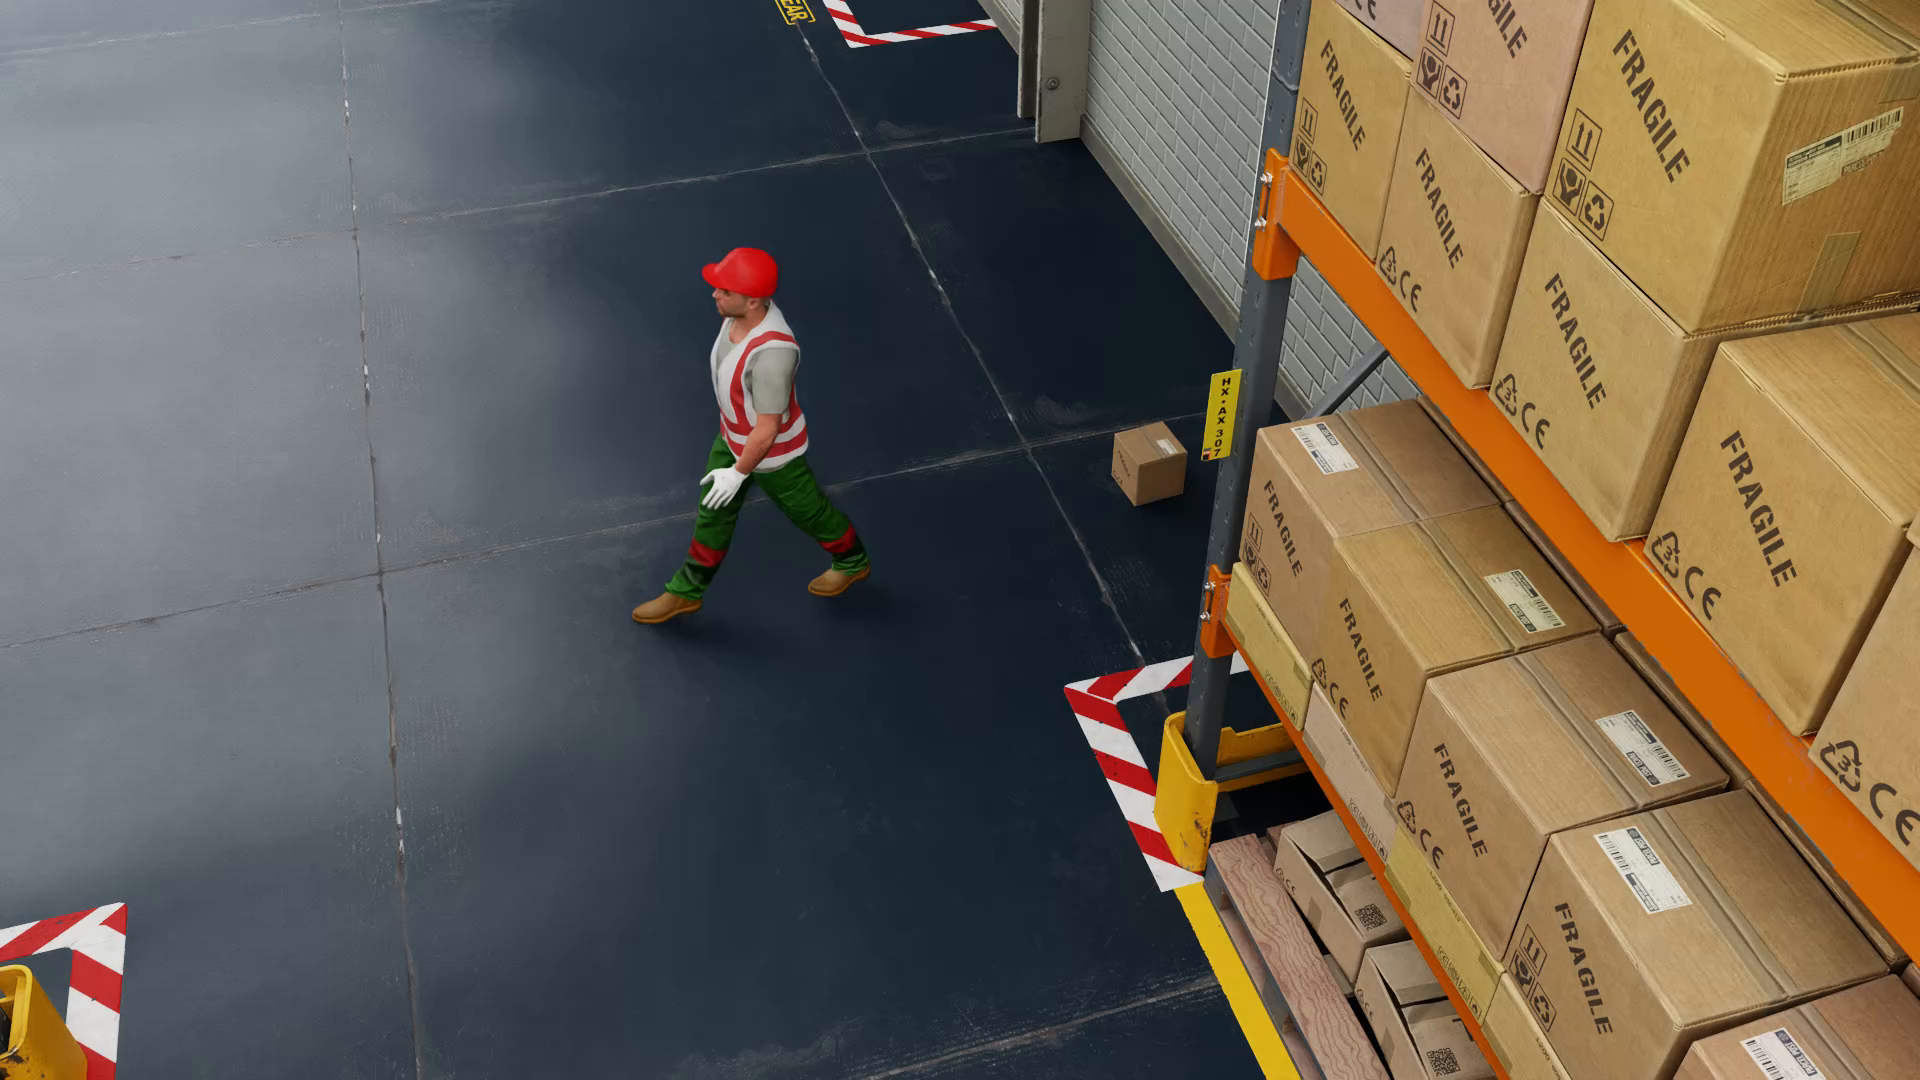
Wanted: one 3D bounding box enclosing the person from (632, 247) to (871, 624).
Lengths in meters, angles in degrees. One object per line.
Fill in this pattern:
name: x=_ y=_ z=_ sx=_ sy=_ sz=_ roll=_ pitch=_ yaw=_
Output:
person: x=-0.867 y=-0.373 z=6.527 sx=1.028 sy=1.728 sz=0.542 roll=-18 pitch=45 yaw=-19
